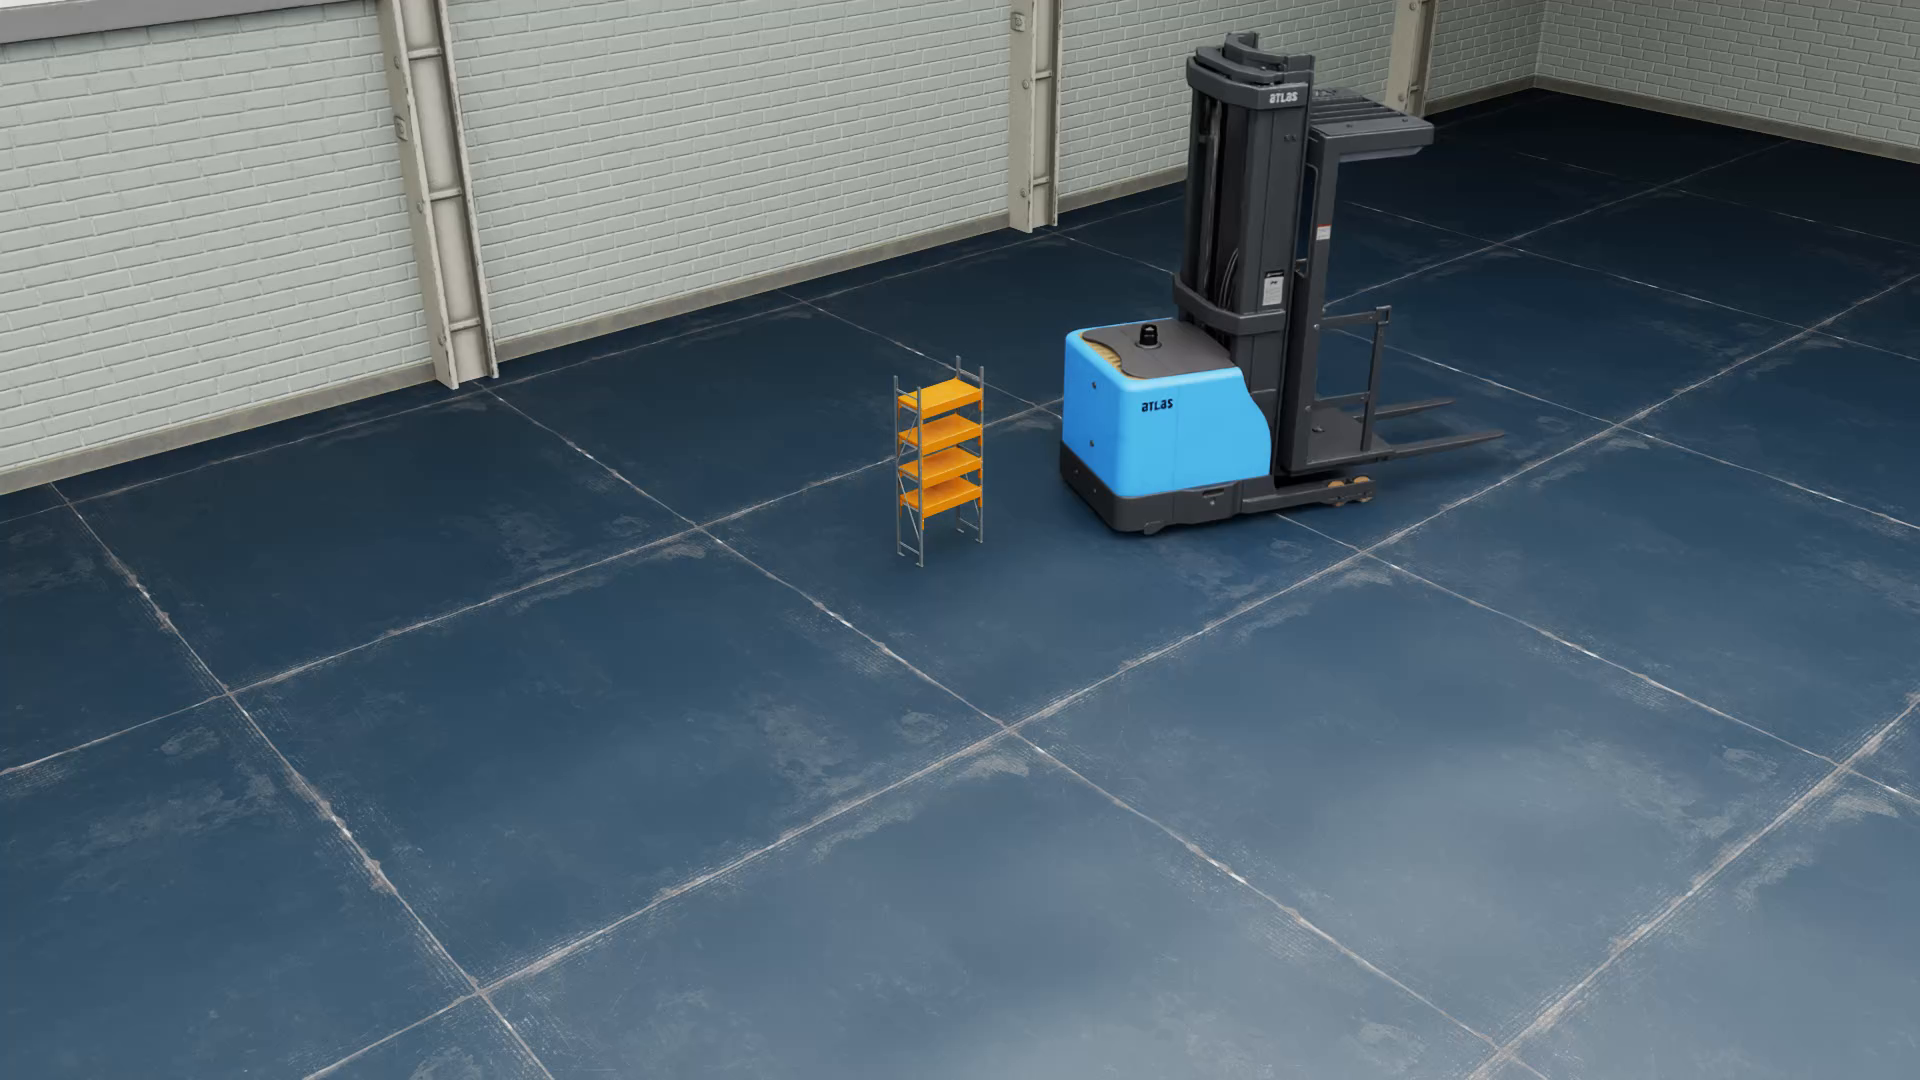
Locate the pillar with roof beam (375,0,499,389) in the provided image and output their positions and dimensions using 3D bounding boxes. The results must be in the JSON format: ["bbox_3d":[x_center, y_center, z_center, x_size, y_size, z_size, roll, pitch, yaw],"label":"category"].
[{"bbox_3d":[-1.054,-3.696,7.977,0.400,9.000,9.100,-22,35,-35],"label":"pillar with roof beam"}]

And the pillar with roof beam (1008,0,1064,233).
[{"bbox_3d":[3.511,-5.531,11.411,0.400,9.000,9.100,-22,35,-35],"label":"pillar with roof beam"}]

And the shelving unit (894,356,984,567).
[{"bbox_3d":[-0.126,-0.479,10.231,0.503,1.200,0.258,-22,35,-35],"label":"shelving unit"}]

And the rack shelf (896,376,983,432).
[{"bbox_3d":[-0.126,-0.825,10.046,0.480,0.148,0.258,-22,35,-35],"label":"rack shelf"}]

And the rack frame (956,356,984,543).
[{"bbox_3d":[0.060,-0.553,10.370,0.015,1.200,0.240,-22,35,-35],"label":"rack frame"}]

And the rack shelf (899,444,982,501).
[{"bbox_3d":[-0.126,-0.419,10.262,0.480,0.148,0.258,-22,35,-35],"label":"rack shelf"}]

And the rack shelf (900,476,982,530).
[{"bbox_3d":[-0.126,-0.244,10.356,0.480,0.148,0.258,-22,35,-35],"label":"rack shelf"}]

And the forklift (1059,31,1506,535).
[{"bbox_3d":[2.249,-1.739,10.752,3.031,2.935,1.130,-10,30,-17],"label":"forklift"}]

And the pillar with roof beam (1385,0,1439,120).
[{"bbox_3d":[8.075,-7.367,14.846,0.400,9.000,9.100,-22,35,-35],"label":"pillar with roof beam"}]

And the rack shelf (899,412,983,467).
[{"bbox_3d":[-0.126,-0.616,10.157,0.480,0.148,0.258,-22,35,-35],"label":"rack shelf"}]

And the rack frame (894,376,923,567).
[{"bbox_3d":[-0.312,-0.404,10.091,0.015,1.200,0.240,-22,35,-35],"label":"rack frame"}]
